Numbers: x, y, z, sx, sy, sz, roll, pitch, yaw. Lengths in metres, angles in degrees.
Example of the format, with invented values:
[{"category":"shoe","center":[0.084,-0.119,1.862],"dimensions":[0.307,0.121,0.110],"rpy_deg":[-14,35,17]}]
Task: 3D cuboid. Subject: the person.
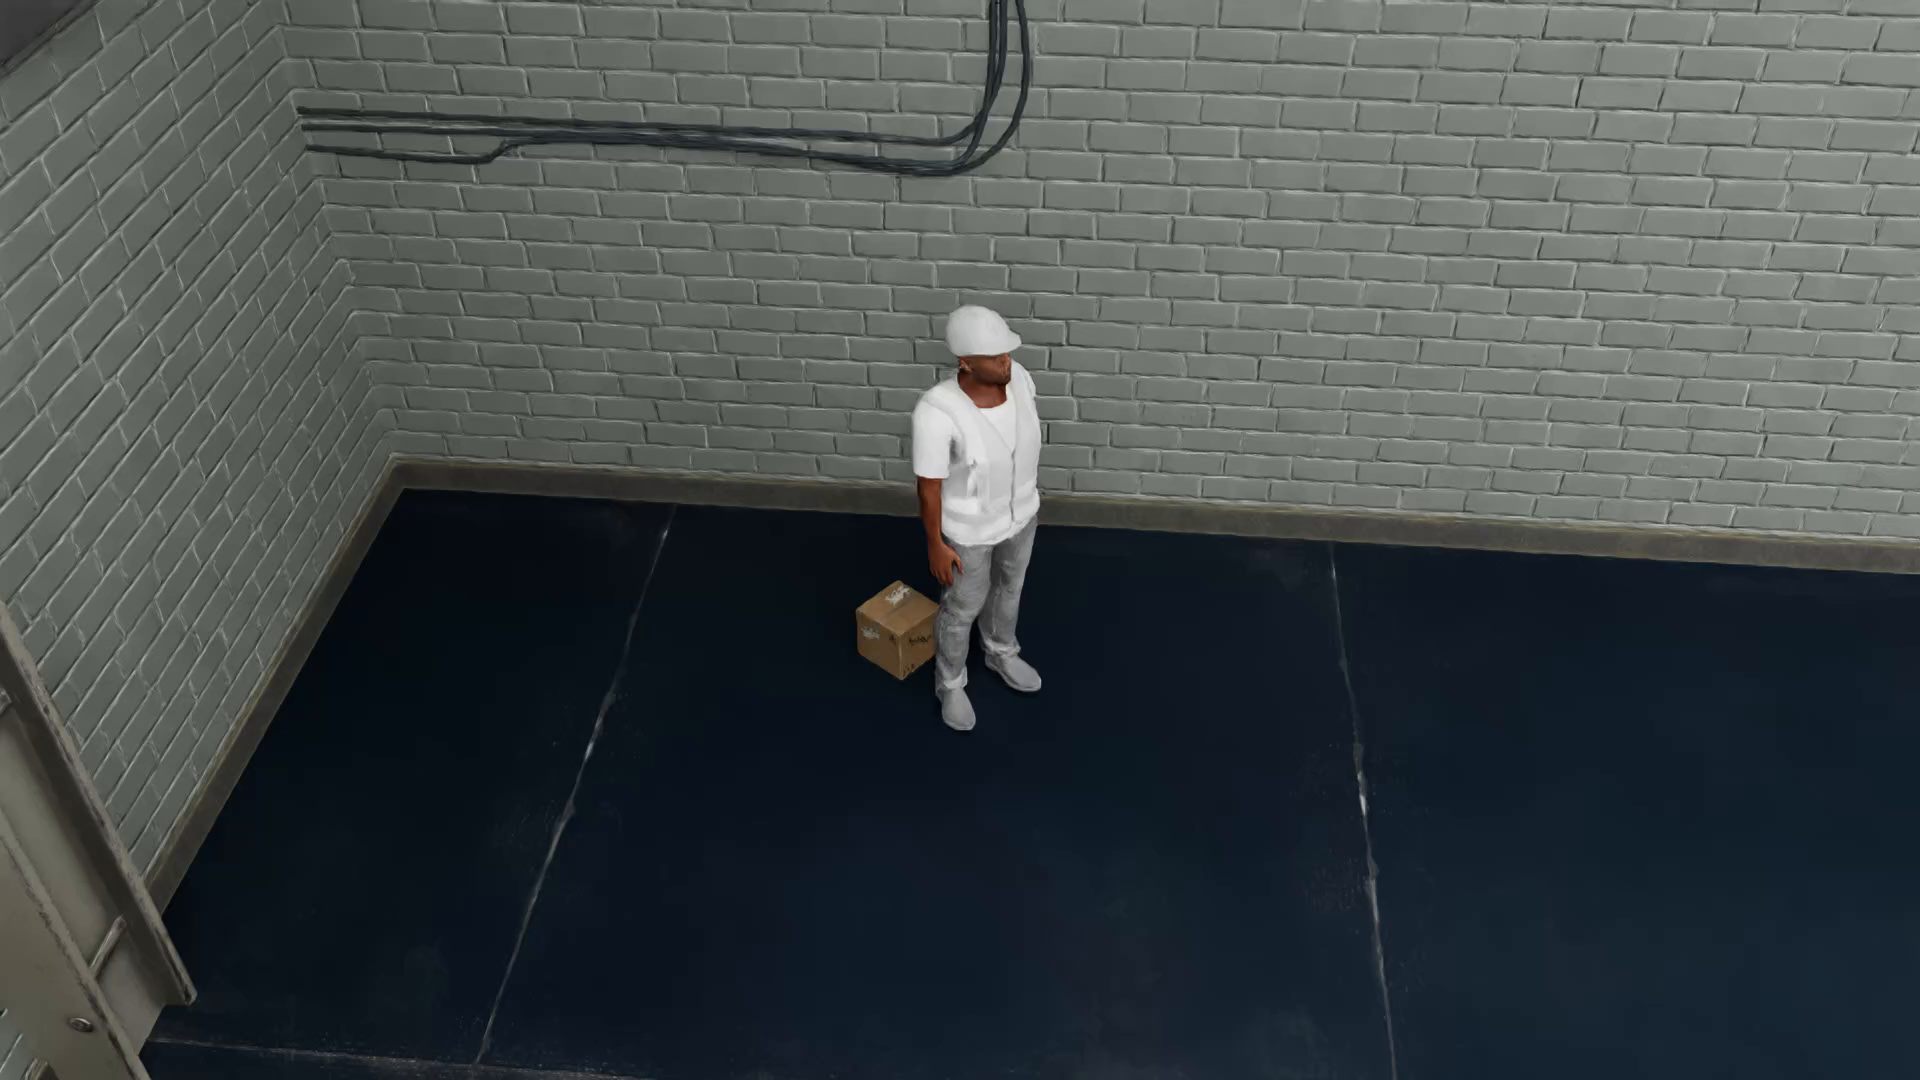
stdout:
[{"category":"person","center":[0.103,-0.088,6.214],"dimensions":[0.573,1.771,0.376],"rpy_deg":[-30,48,-31]}]
